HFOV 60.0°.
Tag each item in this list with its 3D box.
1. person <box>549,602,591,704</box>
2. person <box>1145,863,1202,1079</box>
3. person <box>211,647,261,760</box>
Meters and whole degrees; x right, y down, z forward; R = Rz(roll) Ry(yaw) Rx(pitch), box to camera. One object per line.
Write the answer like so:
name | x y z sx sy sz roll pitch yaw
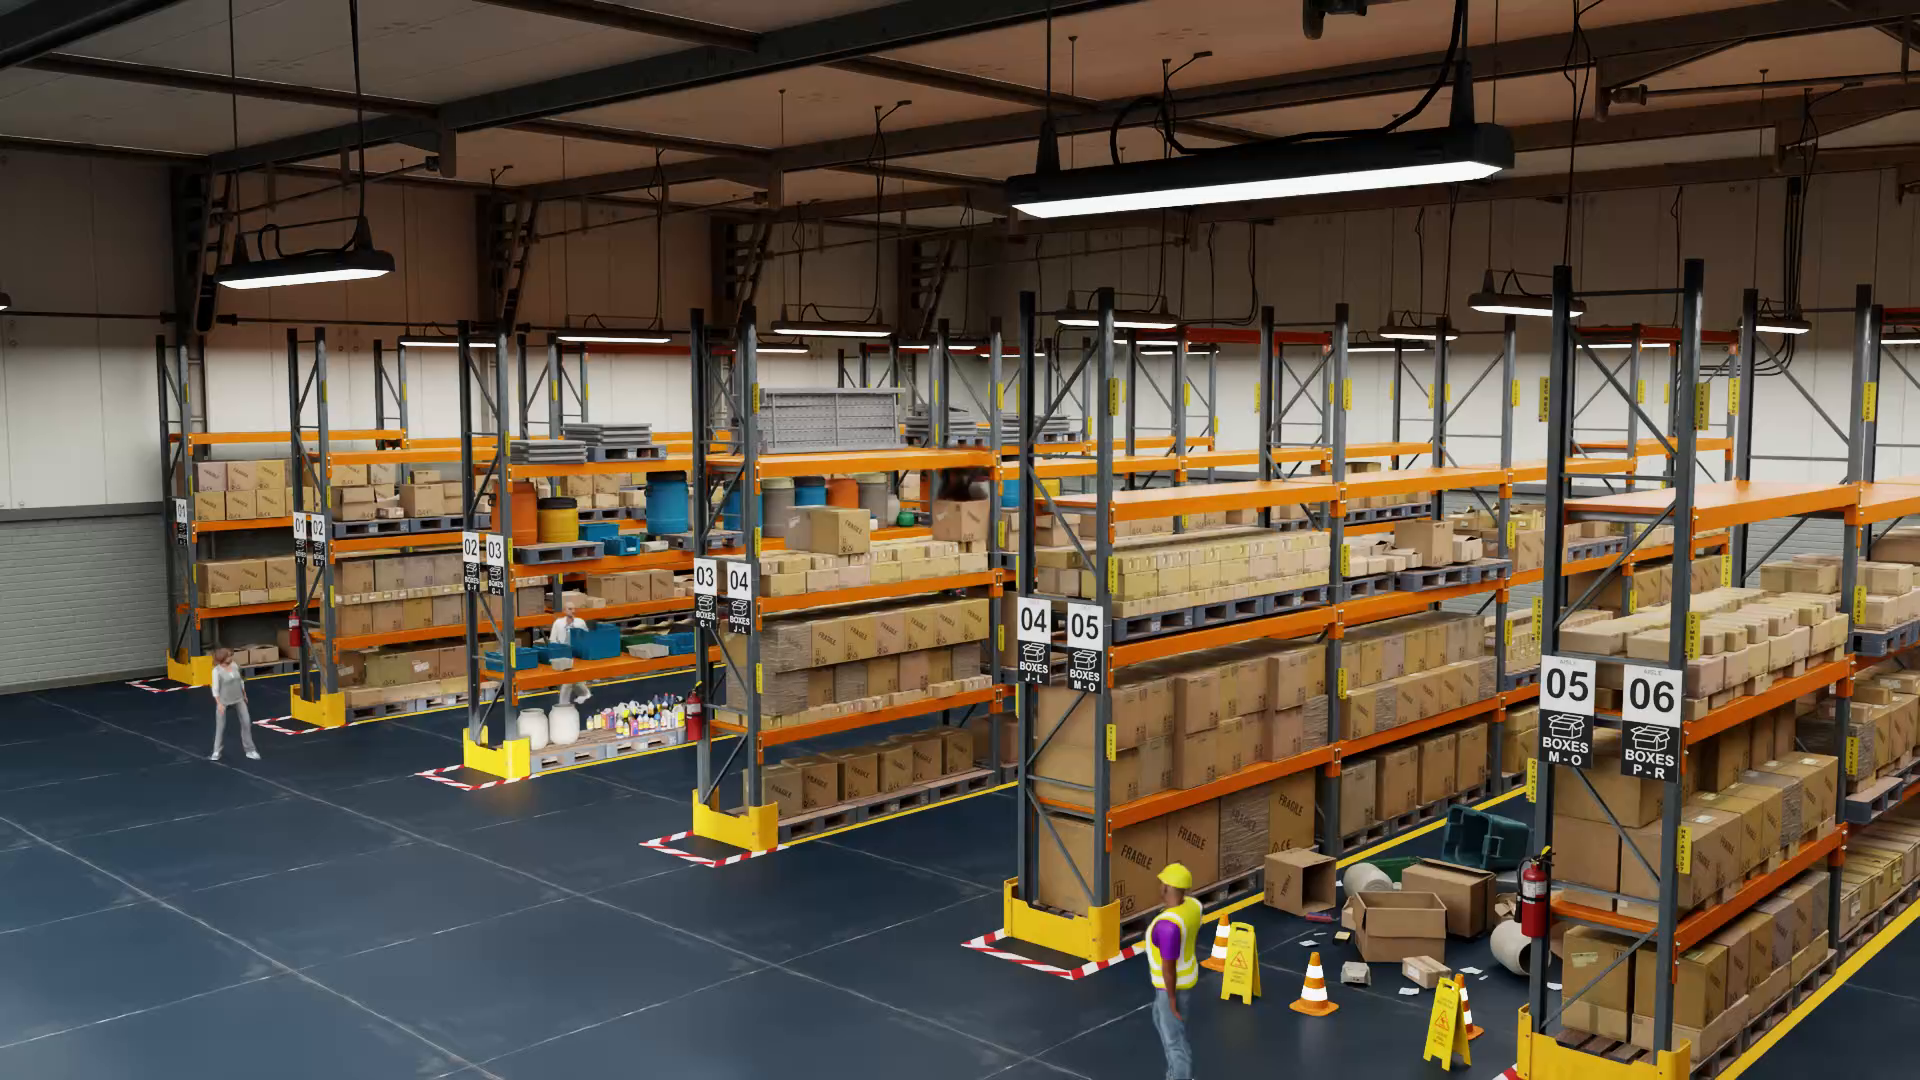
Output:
person | -6.147 1.842 26.253 0.528 1.734 1.085 3 6 29
person | 1.532 3.170 11.899 0.378 1.801 0.736 1 6 15
person | -10.008 2.255 22.855 0.567 1.610 0.573 -5 8 -45
